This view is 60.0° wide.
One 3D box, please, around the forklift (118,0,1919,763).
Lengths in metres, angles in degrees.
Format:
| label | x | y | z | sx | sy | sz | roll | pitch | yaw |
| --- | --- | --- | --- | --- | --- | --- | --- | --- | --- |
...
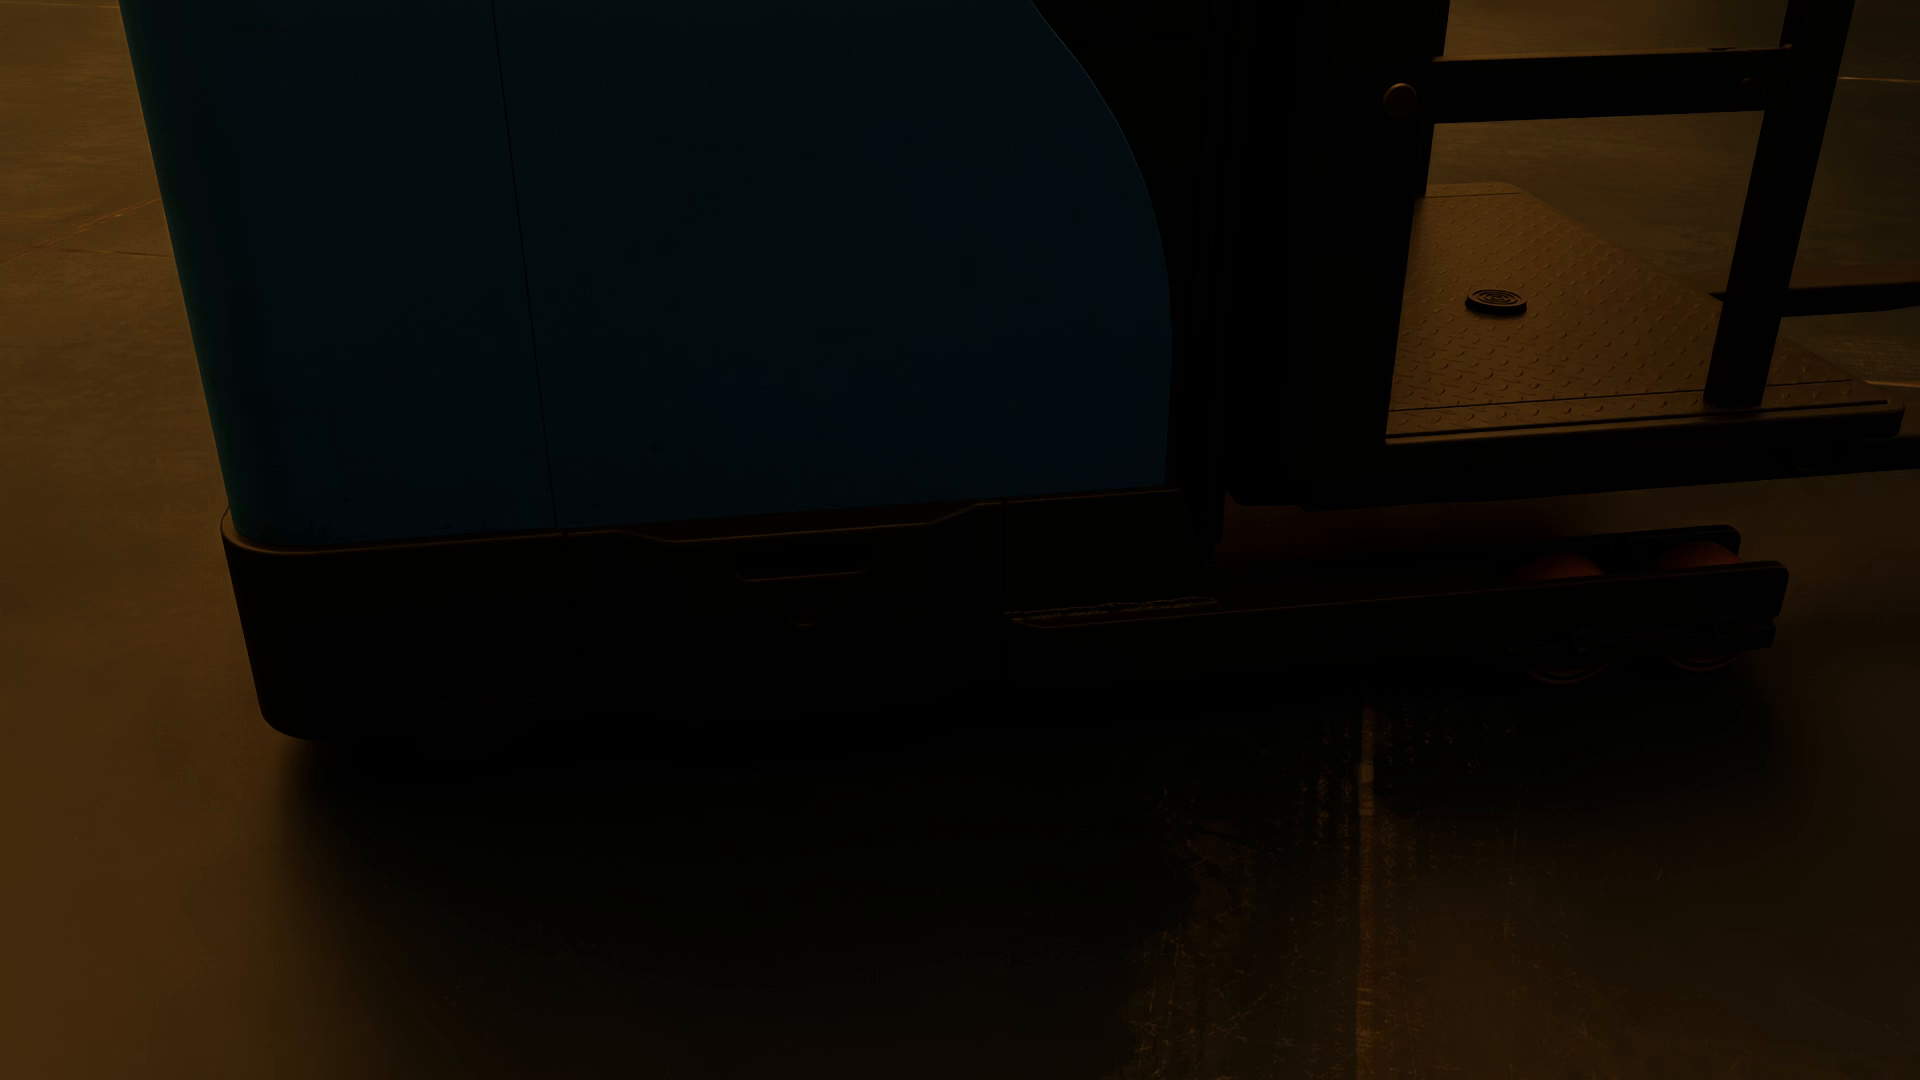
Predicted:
| label | x | y | z | sx | sy | sz | roll | pitch | yaw |
| --- | --- | --- | --- | --- | --- | --- | --- | --- | --- |
| forklift | 0.600 | -1.354 | 1.930 | 3.031 | 2.935 | 1.130 | -4 | 27 | -9 |
